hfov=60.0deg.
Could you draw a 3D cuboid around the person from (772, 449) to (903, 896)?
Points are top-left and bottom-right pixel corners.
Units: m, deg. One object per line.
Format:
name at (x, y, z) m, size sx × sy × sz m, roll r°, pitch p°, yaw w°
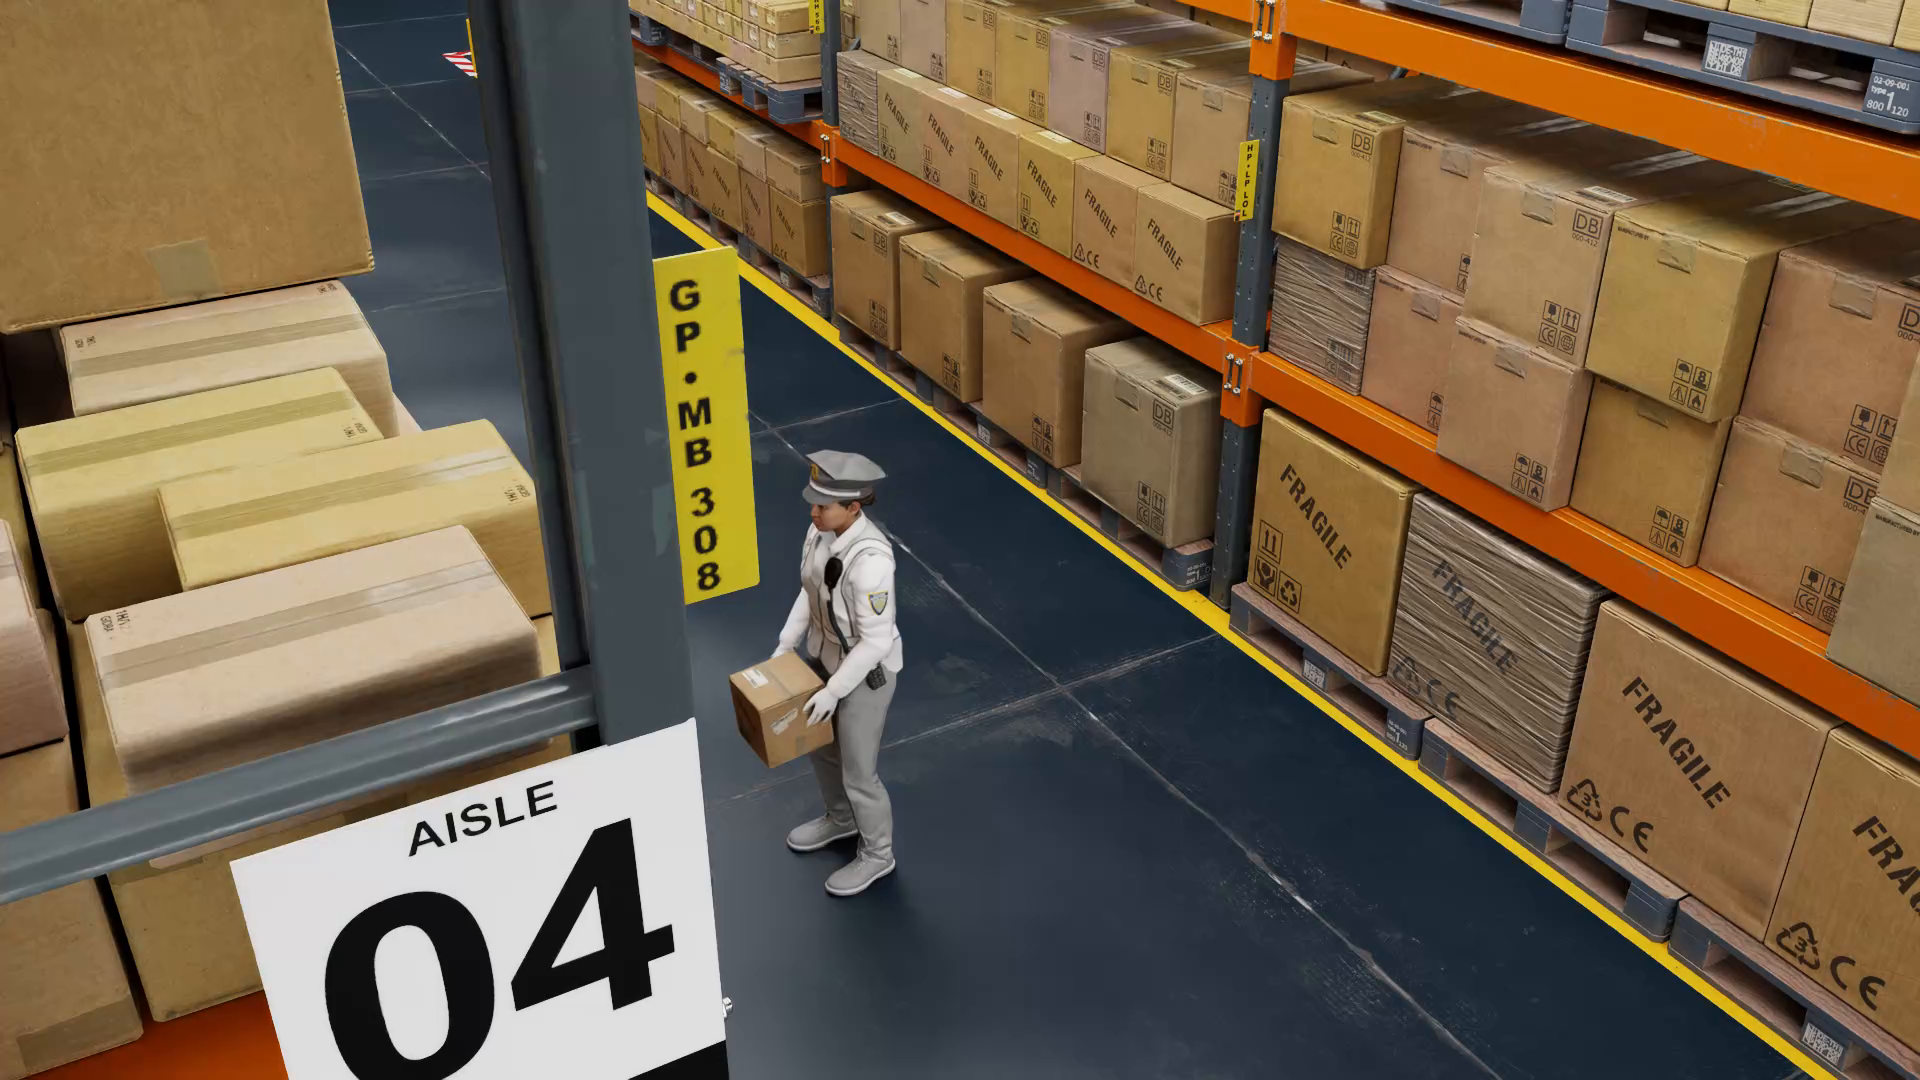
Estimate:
person at (-0.419, 0.461, 5.776) m, size 0.411 × 1.684 × 0.500 m, roll -17°, pitch 33°, yaw -27°
